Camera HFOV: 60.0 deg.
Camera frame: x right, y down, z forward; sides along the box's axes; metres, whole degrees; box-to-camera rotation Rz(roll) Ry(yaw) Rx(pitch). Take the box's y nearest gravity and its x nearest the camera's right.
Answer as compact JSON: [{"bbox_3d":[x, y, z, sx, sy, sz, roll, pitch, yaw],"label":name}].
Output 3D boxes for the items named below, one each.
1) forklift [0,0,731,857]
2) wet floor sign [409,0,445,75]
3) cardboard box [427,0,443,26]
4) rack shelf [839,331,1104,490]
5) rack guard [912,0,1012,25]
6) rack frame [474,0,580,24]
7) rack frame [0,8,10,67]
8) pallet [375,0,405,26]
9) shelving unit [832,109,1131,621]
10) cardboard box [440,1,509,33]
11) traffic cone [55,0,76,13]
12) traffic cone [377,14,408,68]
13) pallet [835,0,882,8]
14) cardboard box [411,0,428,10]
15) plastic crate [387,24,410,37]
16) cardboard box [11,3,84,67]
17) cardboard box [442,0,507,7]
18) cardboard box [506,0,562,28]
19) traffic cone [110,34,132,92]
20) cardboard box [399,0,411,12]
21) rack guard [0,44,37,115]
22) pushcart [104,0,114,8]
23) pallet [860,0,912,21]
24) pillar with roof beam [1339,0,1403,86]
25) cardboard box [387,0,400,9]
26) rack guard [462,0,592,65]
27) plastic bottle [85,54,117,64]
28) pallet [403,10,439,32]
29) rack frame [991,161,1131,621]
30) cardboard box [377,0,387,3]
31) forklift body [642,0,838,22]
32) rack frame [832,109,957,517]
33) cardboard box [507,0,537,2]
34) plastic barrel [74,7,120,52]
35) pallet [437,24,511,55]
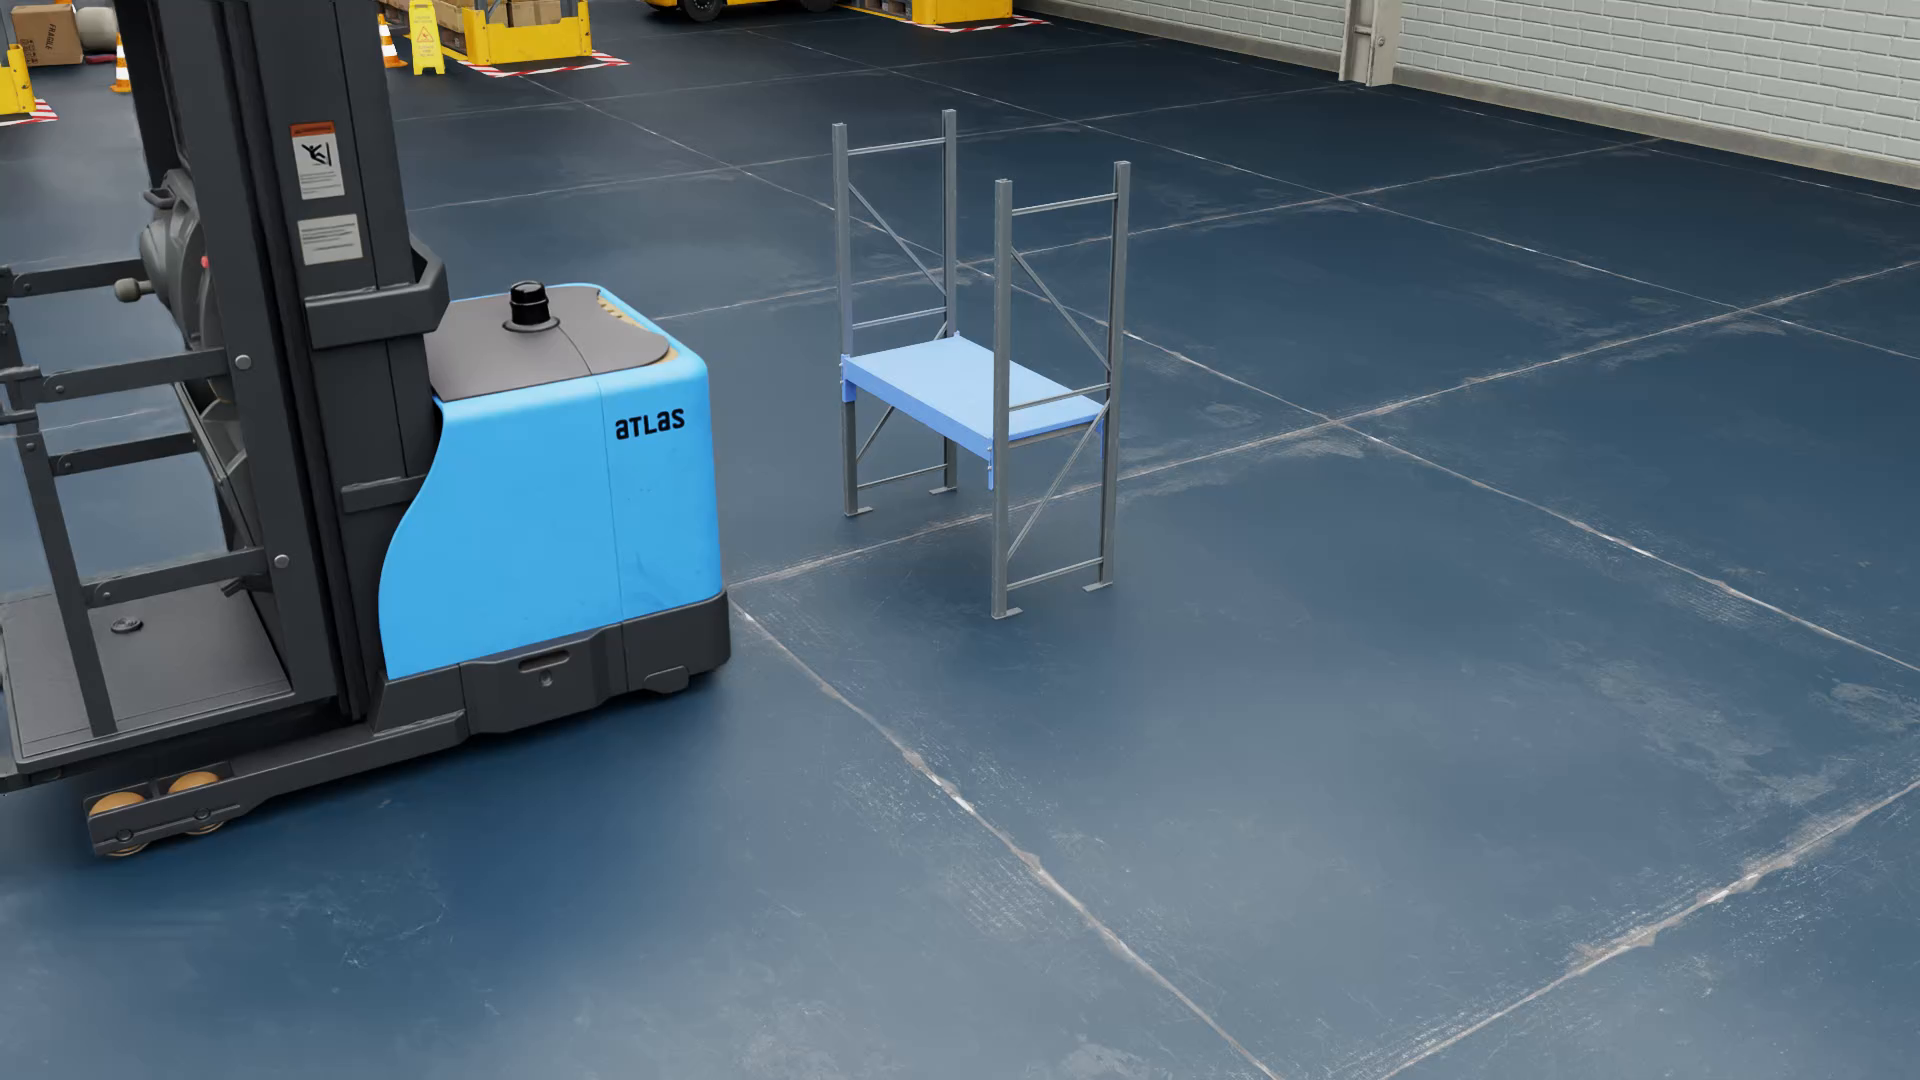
[{"bbox_3d":[-2.259,-0.736,4.376,3.031,2.935,1.130,-14,29,-28],"label":"forklift"},{"bbox_3d":[-4.931,-4.646,15.335,0.267,0.644,0.232,-6,26,-12],"label":"wet floor sign"},{"bbox_3d":[-5.081,-5.388,16.878,0.500,0.250,0.500,-15,29,-29],"label":"cardboard box"},{"bbox_3d":[0.047,-0.485,5.942,0.538,0.185,1.000,-16,29,-30],"label":"rack shelf"},{"bbox_3d":[0.032,-6.047,18.473,1.175,0.500,0.348,-16,29,-30],"label":"rack guard"},{"bbox_3d":[-4.138,-6.028,15.505,1.000,3.000,0.127,-16,29,-30],"label":"rack frame"},{"bbox_3d":[-8.230,-4.838,12.985,1.000,3.000,0.127,-16,29,-30],"label":"rack frame"},{"bbox_3d":[-5.926,-5.965,18.639,1.003,0.211,1.213,-16,29,-30],"label":"pallet"},{"bbox_3d":[0.047,-0.648,5.865,0.538,1.500,1.048,-16,29,-30],"label":"shelving unit"},{"bbox_3d":[-4.818,-5.209,16.500,0.500,0.250,0.500,-16,29,-30],"label":"cardboard box"},{"bbox_3d":[-9.881,-5.953,18.318,0.336,0.463,0.334,-16,29,-30],"label":"traffic cone"},{"bbox_3d":[-5.454,-4.734,15.735,0.336,0.463,0.334,-16,29,-30],"label":"traffic cone"},{"bbox_3d":[-1.096,-6.625,20.035,1.003,0.211,1.213,-16,29,-30],"label":"pallet"},{"bbox_3d":[-5.371,-5.574,17.272,0.500,0.250,0.500,-17,30,-31],"label":"cardboard box"},{"bbox_3d":[-6.152,-5.386,17.564,0.583,0.080,0.402,18,31,33],"label":"plastic crate"},{"bbox_3d":[-8.707,-4.823,15.879,0.500,0.500,0.500,-10,27,-21],"label":"cardboard box"},{"bbox_3d":[-4.794,-5.539,16.320,0.500,0.500,0.500,-15,29,-29],"label":"cardboard box"},{"bbox_3d":[-4.347,-5.327,16.750,0.500,0.250,0.500,-16,30,-30],"label":"cardboard box"},{"bbox_3d":[-7.331,-4.212,14.630,0.336,0.463,0.334,-16,29,-30],"label":"traffic cone"},{"bbox_3d":[-5.633,-5.754,17.653,0.500,0.250,0.500,-16,30,-30],"label":"cardboard box"},{"bbox_3d":[-8.217,-3.699,13.500,1.175,0.500,0.348,-16,29,-30],"label":"rack guard"},{"bbox_3d":[-8.205,-5.723,17.932,0.936,0.377,1.648,18,31,33],"label":"pushcart"},{"bbox_3d":[-0.434,-6.189,19.112,1.003,0.211,1.213,-16,29,-30],"label":"pallet"},{"bbox_3d":[0.062,-7.208,10.979,9.100,9.000,0.400,-16,29,-30],"label":"pillar with roof beam"},{"bbox_3d":[-5.925,-5.943,18.054,0.500,0.250,0.500,-14,29,-27],"label":"cardboard box"},{"bbox_3d":[-4.180,-4.925,16.096,1.175,0.500,0.348,-16,29,-30],"label":"rack guard"},{"bbox_3d":[-8.239,-4.628,15.981,0.133,0.061,0.283,18,31,33],"label":"plastic bottle"},{"bbox_3d":[-5.255,-5.529,17.714,1.003,0.211,1.213,-16,29,-30],"label":"pallet"},{"bbox_3d":[0.324,-0.466,5.480,0.500,1.500,0.032,-16,29,-30],"label":"rack frame"},{"bbox_3d":[-6.226,-6.131,18.453,0.500,0.250,0.500,-17,30,-32],"label":"cardboard box"},{"bbox_3d":[-2.545,-7.055,18.675,2.313,2.155,1.214,-16,29,-30],"label":"forklift body"},{"bbox_3d":[-0.231,-0.830,6.250,0.500,1.500,0.032,-16,29,-30],"label":"rack frame"},{"bbox_3d":[-4.360,-5.675,16.608,0.500,0.500,0.500,-17,30,-31],"label":"cardboard box"},{"bbox_3d":[-8.509,-5.055,16.463,0.512,0.421,0.421,3,25,6],"label":"plastic barrel"},{"bbox_3d":[-4.594,-5.093,16.791,1.003,0.211,1.213,-16,29,-30],"label":"pallet"}]
